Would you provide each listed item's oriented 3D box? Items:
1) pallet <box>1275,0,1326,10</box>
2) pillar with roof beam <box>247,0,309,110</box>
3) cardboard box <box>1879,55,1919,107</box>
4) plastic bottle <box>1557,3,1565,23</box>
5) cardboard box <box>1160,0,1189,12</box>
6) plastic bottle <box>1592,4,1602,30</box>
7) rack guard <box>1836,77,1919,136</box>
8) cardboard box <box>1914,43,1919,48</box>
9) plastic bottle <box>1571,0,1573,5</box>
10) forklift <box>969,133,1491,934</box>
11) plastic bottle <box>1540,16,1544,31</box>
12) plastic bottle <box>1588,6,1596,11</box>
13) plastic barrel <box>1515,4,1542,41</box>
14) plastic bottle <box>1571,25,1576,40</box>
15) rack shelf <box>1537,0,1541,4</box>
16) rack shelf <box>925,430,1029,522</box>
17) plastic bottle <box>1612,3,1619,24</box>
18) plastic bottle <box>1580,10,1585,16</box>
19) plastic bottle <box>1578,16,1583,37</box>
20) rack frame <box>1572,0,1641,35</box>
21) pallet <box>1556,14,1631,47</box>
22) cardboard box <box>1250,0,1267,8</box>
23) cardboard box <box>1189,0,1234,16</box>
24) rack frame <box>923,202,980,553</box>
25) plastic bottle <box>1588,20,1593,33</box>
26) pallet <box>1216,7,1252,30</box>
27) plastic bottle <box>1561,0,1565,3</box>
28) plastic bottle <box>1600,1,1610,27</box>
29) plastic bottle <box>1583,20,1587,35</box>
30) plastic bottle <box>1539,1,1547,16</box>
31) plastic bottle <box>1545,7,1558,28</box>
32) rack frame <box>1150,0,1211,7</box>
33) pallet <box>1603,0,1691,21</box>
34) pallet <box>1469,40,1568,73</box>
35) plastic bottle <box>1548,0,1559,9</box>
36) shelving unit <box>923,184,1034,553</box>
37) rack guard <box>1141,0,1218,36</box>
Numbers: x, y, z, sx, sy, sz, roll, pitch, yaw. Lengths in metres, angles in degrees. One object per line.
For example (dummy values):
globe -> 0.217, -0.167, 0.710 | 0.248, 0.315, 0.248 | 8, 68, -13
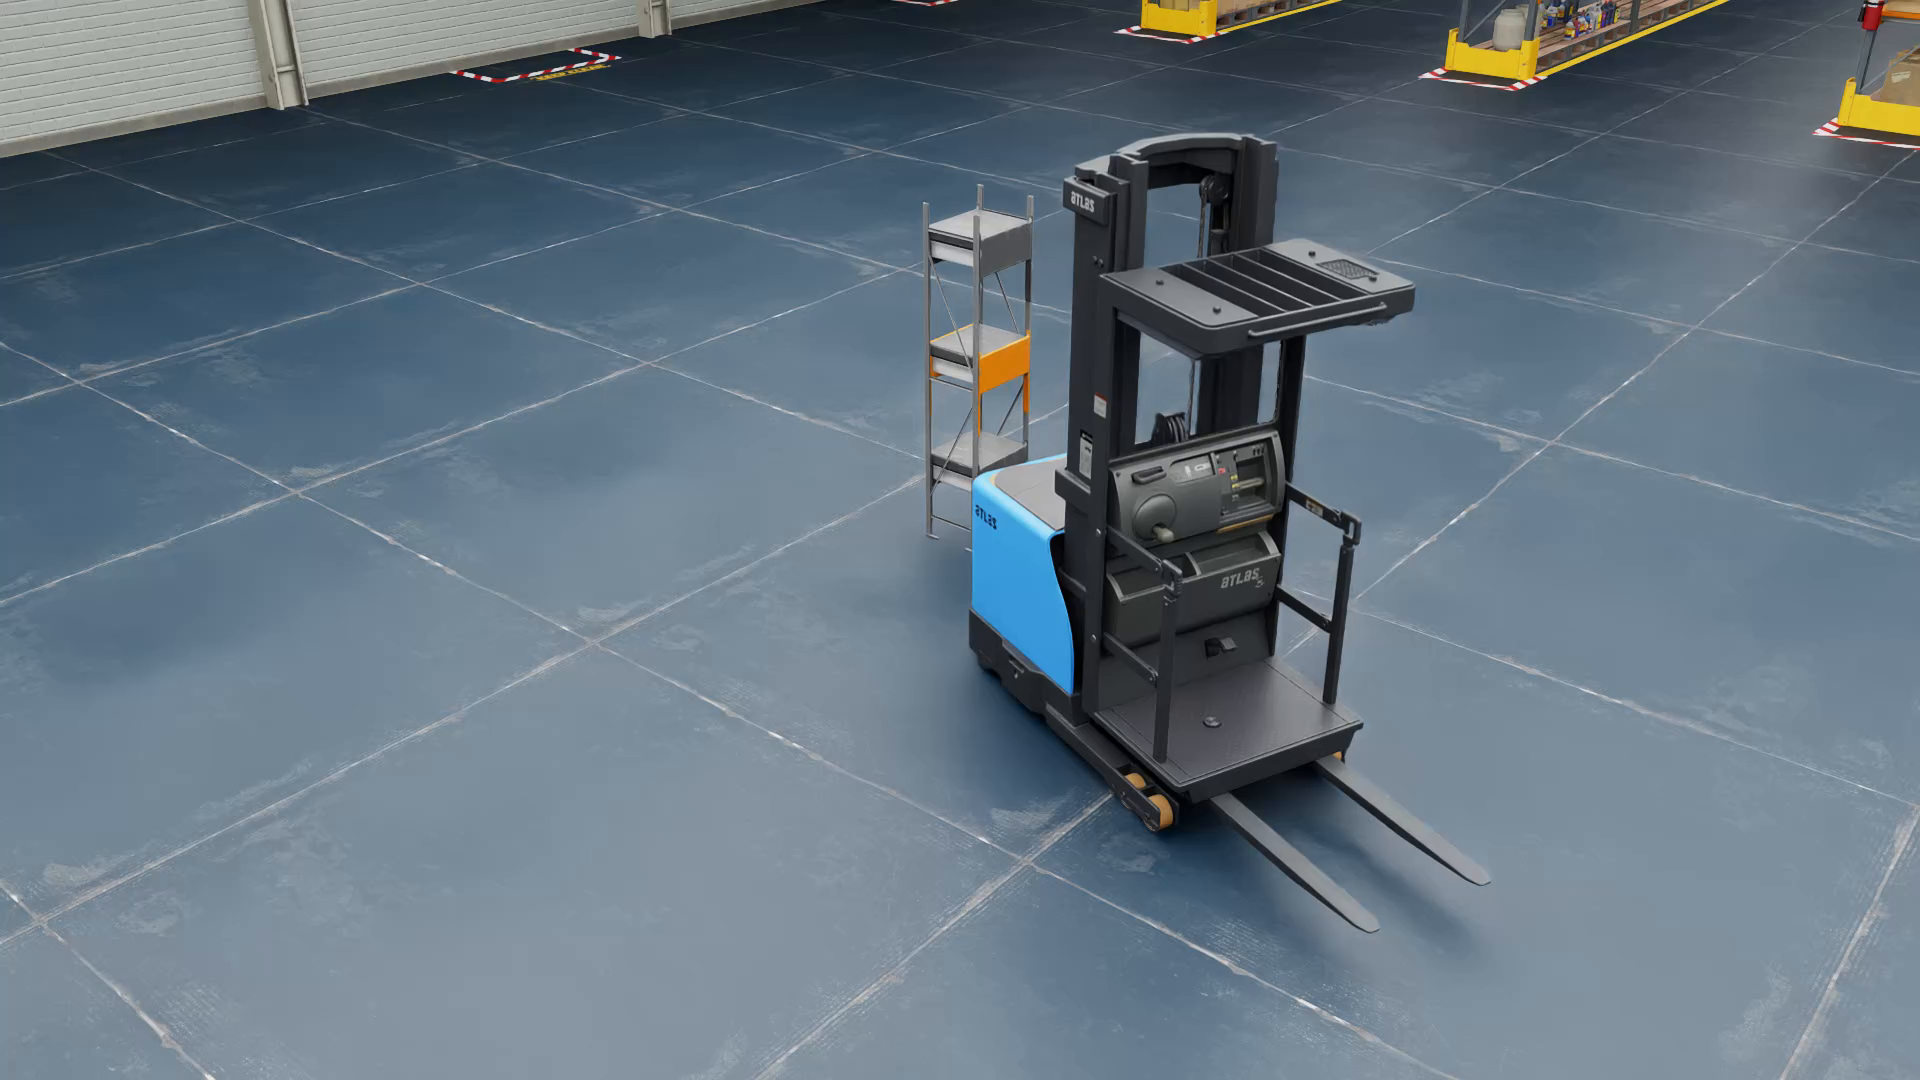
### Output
pallet -> 5.316, -8.962, 27.344 | 1.003, 0.211, 1.213 | 21, 34, 34
pillar with roof beam -> -5.048, -8.151, 16.213 | 9.100, 9.000, 0.400 | 21, 34, 34
cardboard box -> 11.362, -5.448, 19.781 | 0.500, 0.500, 0.500 | -21, 34, -35
plastic bottle -> 8.842, -7.753, 24.463 | 0.097, 0.271, 0.097 | 0, 27, 0
cardboard box -> 3.423, -8.294, 25.553 | 0.500, 0.250, 0.500 | 21, 34, 34
plastic bottle -> 9.160, -7.545, 23.974 | 0.144, 0.351, 0.185 | 21, 34, 34
rack guard -> 11.000, -5.072, 19.511 | 1.175, 0.500, 0.348 | 21, 34, 34
cardboard box -> 12.129, -5.887, 20.628 | 0.500, 0.500, 0.500 | 25, 36, 39
plastic bottle -> 9.031, -7.872, 24.679 | 0.061, 0.283, 0.133 | 21, 34, 34
forklift -> 1.205, -0.202, 7.450 | 1.130, 2.935, 3.031 | -14, 31, -26
plastic bottle -> 8.338, -7.436, 23.925 | 0.097, 0.201, 0.097 | 0, 27, 0
plastic bottle -> 9.235, -7.661, 24.279 | 0.152, 0.276, 0.135 | 21, 34, 34
plastic barrel -> 7.809, -7.118, 22.995 | 0.421, 0.512, 0.421 | 0, 27, 0
plastic bottle -> 8.590, -7.144, 23.362 | 0.097, 0.201, 0.097 | 0, 27, 0
rack shelf -> 8.402, -7.993, 23.218 | 1.077, 0.370, 4.000 | 21, 34, 34
rack shelf -> 0.105, -0.357, 10.209 | 0.431, 0.518, 0.480 | 21, 34, 34
plastic bottle -> 9.623, -7.743, 24.431 | 0.061, 0.283, 0.133 | 23, 35, 37
plastic bottle -> 8.971, -7.490, 23.940 | 0.061, 0.283, 0.133 | 21, 34, 34
plastic bottle -> 8.742, -7.260, 23.510 | 0.097, 0.271, 0.097 | 0, 27, 0
rack frame -> 9.674, -9.021, 24.424 | 1.000, 3.000, 0.127 | 21, 34, 34
pallet -> 9.215, -7.557, 24.628 | 1.003, 0.211, 1.213 | 21, 34, 34
cardboard box -> 4.457, -8.498, 25.948 | 0.500, 0.250, 0.500 | 21, 34, 34
cardboard box -> 3.823, -8.142, 25.261 | 0.500, 0.250, 0.500 | 21, 34, 34
rack frame -> -0.050, -0.905, 9.714 | 0.400, 2.100, 0.015 | 21, 34, 34
plastic bottle -> 8.999, -7.372, 23.803 | 0.097, 0.201, 0.097 | 0, 27, 0
pallet -> 3.764, -8.097, 25.672 | 1.003, 0.211, 1.213 | 21, 34, 34
plastic bottle -> 8.949, -7.899, 24.741 | 0.152, 0.276, 0.135 | 22, 35, 36
plastic bottle -> 9.365, -7.660, 24.196 | 0.144, 0.351, 0.185 | 19, 33, 32
plastic bottle -> 8.869, -7.299, 23.662 | 0.097, 0.201, 0.097 | 0, 27, 0
plastic bottle -> 8.450, -7.658, 24.192 | 0.144, 0.351, 0.185 | 20, 34, 34
plastic bottle -> 8.581, -7.590, 24.143 | 0.152, 0.276, 0.135 | 21, 34, 34
rack frame -> 3.310, -9.052, 24.483 | 1.000, 3.000, 0.127 | 21, 34, 34
pallet -> 10.920, -8.507, 26.465 | 1.003, 0.211, 1.213 | 21, 34, 34
pallet -> 7.663, -6.692, 22.956 | 1.003, 0.211, 1.213 | 21, 34, 34
plastic bottle -> 8.721, -7.808, 24.483 | 0.144, 0.351, 0.185 | 19, 33, 32
shelving unit -> 0.105, -0.991, 9.881 | 0.431, 2.100, 0.503 | 21, 34, 34
rack guard -> 3.295, -7.933, 25.041 | 1.175, 0.500, 0.348 | 21, 34, 34
